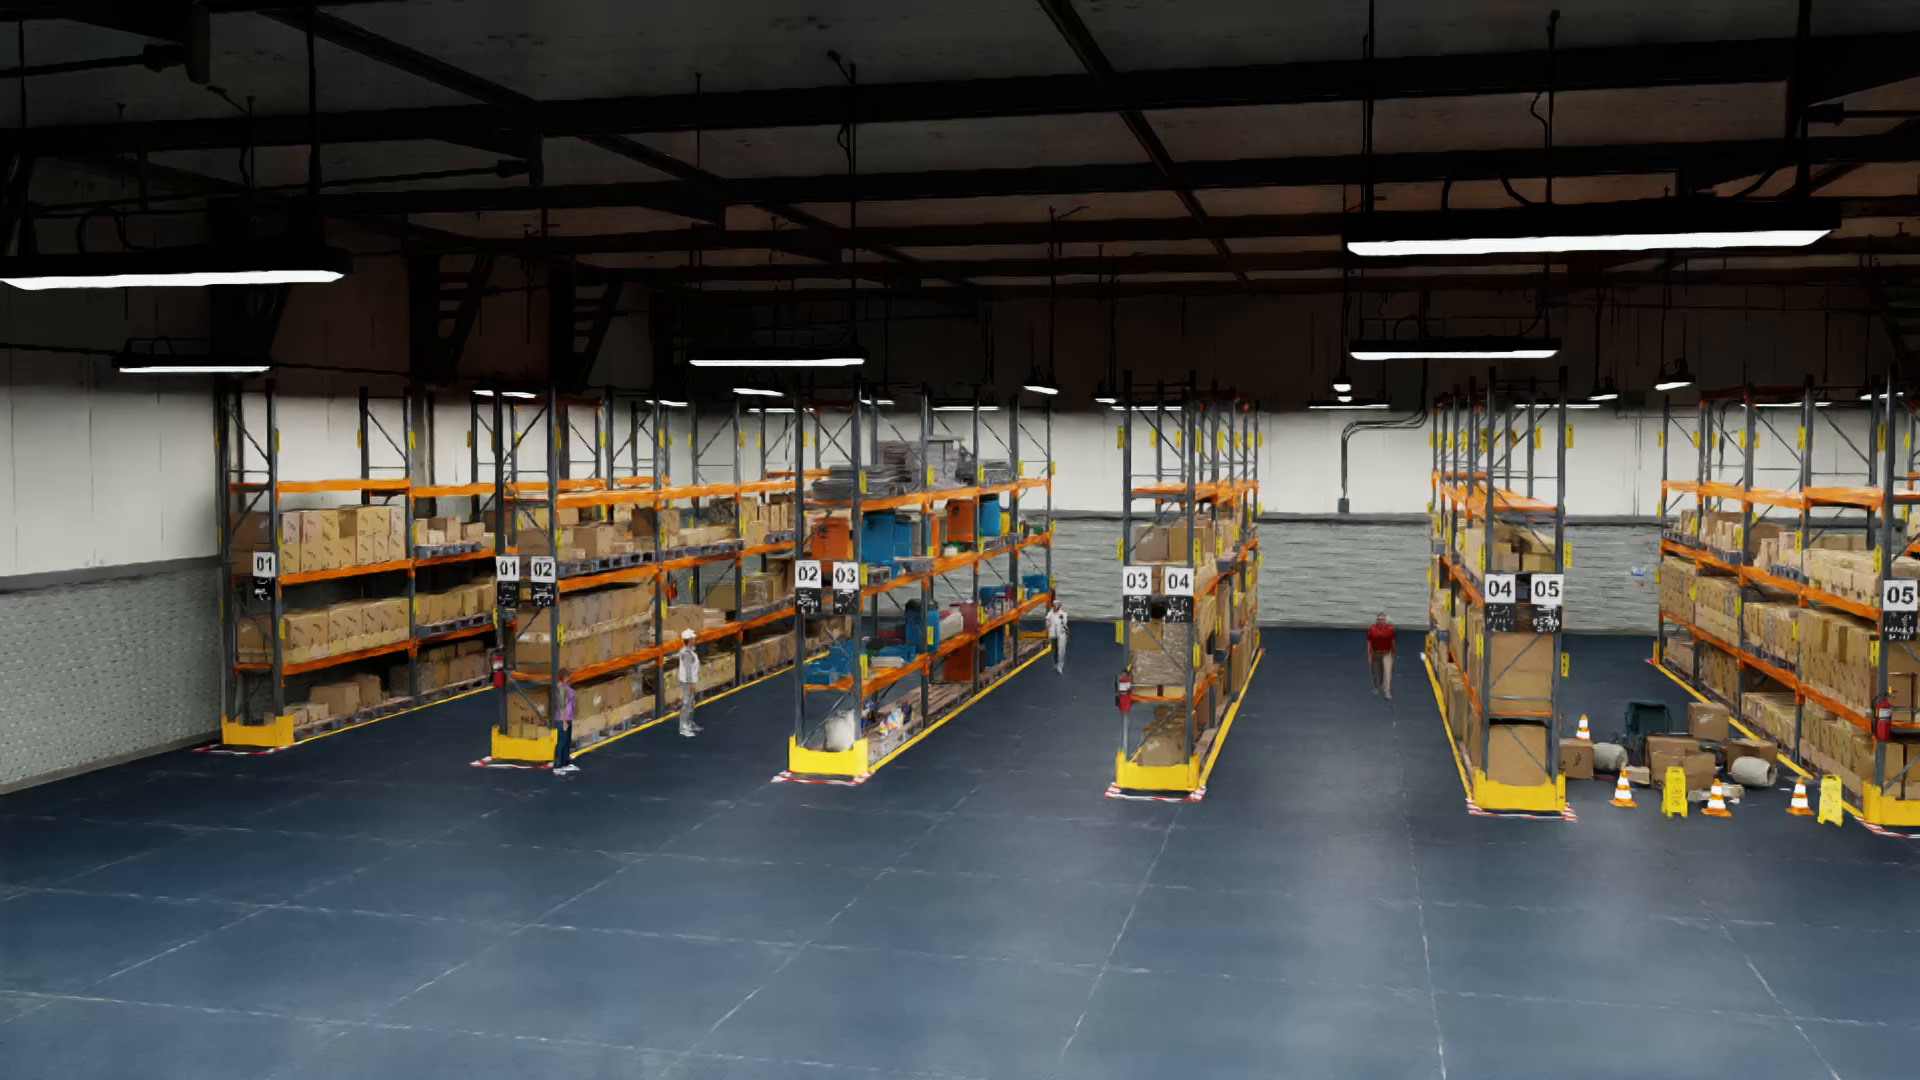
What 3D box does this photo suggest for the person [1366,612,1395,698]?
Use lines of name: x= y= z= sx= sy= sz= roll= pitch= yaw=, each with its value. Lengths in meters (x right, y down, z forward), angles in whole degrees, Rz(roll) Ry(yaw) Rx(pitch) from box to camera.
person: x=8.178 y=2.222 z=32.351 sx=0.542 sy=1.645 sz=1.116 roll=1 pitch=4 yaw=16

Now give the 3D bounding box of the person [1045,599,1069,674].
person: x=2.085 y=2.049 z=35.814 sx=0.497 sy=1.583 sz=1.080 roll=1 pitch=4 yaw=16

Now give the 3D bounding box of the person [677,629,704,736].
person: x=-4.574 y=2.402 z=28.267 sx=0.463 sy=1.782 sz=0.598 roll=-1 pitch=4 yaw=-13

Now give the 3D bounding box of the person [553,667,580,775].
person: x=-5.910 y=2.692 z=24.912 sx=0.347 sy=1.595 sz=0.534 roll=0 pitch=3 yaw=0
